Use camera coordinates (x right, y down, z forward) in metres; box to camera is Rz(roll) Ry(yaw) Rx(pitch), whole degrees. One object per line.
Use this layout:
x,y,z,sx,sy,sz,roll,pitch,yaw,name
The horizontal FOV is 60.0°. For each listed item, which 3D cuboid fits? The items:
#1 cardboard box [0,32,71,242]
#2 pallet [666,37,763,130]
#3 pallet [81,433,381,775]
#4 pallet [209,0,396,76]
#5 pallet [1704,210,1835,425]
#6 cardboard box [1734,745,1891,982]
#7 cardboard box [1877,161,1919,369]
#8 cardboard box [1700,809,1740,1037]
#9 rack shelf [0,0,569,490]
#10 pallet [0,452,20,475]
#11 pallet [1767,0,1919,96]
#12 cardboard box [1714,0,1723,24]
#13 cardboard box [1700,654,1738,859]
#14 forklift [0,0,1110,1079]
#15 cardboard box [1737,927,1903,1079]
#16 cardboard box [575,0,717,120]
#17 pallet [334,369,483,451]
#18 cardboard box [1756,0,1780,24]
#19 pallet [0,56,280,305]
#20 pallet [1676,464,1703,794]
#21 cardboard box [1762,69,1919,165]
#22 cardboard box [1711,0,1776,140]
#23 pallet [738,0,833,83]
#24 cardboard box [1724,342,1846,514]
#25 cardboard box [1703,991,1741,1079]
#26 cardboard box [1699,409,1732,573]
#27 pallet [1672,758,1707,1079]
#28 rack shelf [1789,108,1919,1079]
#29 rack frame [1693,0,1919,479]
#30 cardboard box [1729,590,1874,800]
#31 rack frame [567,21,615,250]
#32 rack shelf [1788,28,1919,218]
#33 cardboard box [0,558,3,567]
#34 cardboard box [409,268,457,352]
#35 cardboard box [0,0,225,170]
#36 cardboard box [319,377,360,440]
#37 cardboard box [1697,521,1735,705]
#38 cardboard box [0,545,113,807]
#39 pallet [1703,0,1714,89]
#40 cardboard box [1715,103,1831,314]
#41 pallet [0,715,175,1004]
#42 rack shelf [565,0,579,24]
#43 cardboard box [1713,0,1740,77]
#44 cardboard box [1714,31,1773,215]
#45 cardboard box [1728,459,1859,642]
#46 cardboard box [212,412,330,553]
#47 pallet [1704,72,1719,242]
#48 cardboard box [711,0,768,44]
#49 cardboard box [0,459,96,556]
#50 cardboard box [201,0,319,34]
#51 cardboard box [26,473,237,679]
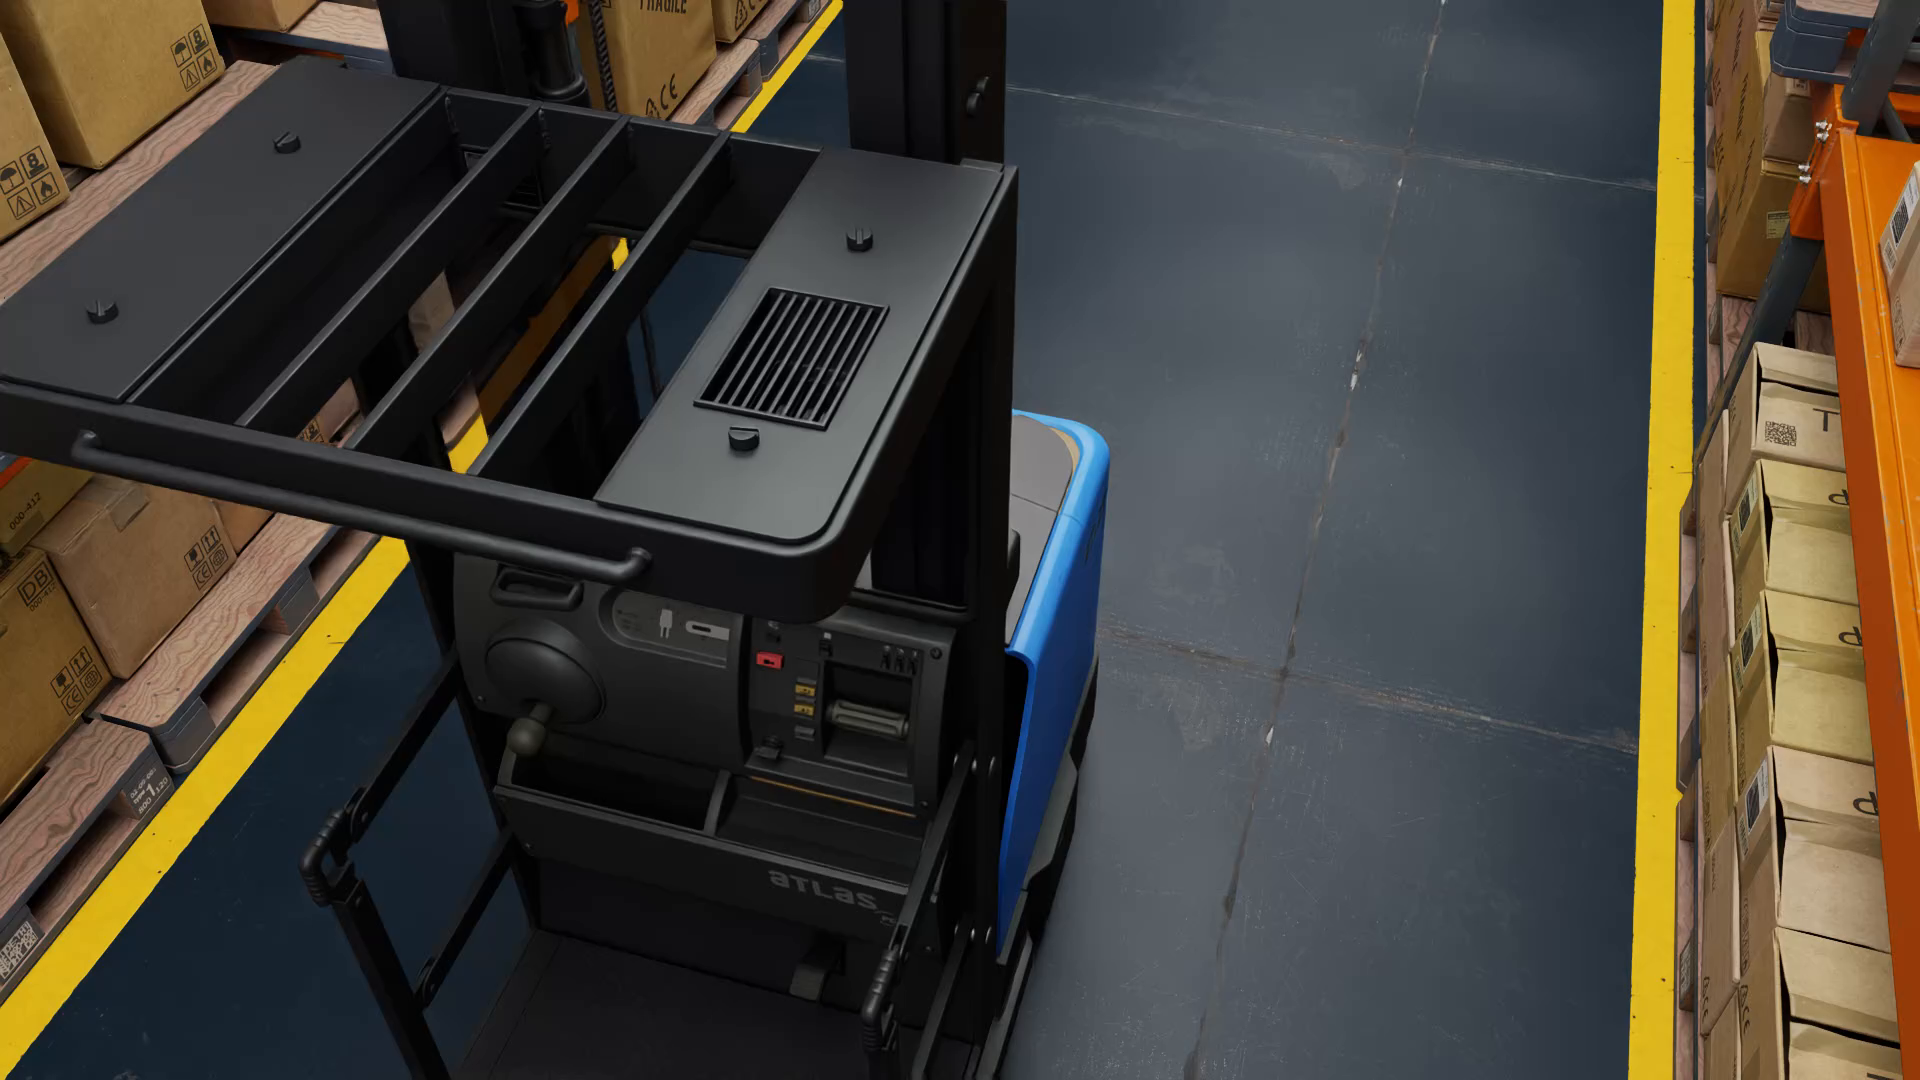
-2.501,-0.932,3.671,0.700,0.500,0.500,19,47,18,cardboard box
-1.512,-1.769,6.907,1.003,0.211,1.213,13,46,13,pallet
-2.432,0.071,5.026,1.003,0.211,1.213,13,46,13,pallet
-1.937,-1.690,4.970,1.213,0.211,1.003,13,46,13,pallet
3.162,-0.703,5.817,1.003,0.211,1.213,13,46,13,pallet
1.999,0.744,3.610,0.500,0.311,0.500,12,46,12,cardboard box
2.444,-0.623,3.805,0.500,0.311,0.500,12,46,12,cardboard box
2.003,0.935,3.816,0.500,0.250,0.500,13,46,13,cardboard box
-2.428,-0.666,4.300,1.077,0.370,4.000,13,46,13,rack shelf
-2.664,0.000,3.243,1.003,0.211,1.213,13,46,13,pallet
3.038,-1.608,4.886,1.213,0.211,1.003,13,46,13,pallet
3.581,-2.511,7.144,0.500,0.500,0.500,13,46,13,cardboard box
2.158,0.593,4.165,0.500,0.250,0.500,11,46,11,cardboard box
-0.527,0.340,2.807,1.130,2.935,3.031,12,46,12,forklift
1.843,1.078,3.269,0.500,0.311,0.500,12,46,12,cardboard box
-1.475,-2.101,6.489,0.750,0.750,0.750,12,46,12,cardboard box
-2.060,-0.739,5.854,1.003,0.211,1.213,13,46,13,pallet
3.278,-2.136,6.225,0.500,0.250,0.500,12,46,12,cardboard box
-2.383,-0.860,4.121,1.003,0.211,1.213,13,46,13,pallet
2.613,0.327,4.764,1.003,0.211,1.213,13,46,13,pallet
2.972,-1.453,5.527,0.500,0.250,0.500,14,46,14,cardboard box
3.269,-1.843,6.461,0.500,0.500,0.500,11,45,11,cardboard box
-1.141,-2.580,7.735,1.003,0.211,1.213,13,46,13,pallet
2.461,-0.291,4.667,0.500,0.311,0.500,14,46,14,cardboard box
1.847,1.273,3.470,0.500,0.250,0.500,13,46,13,cardboard box
2.461,-0.090,4.863,0.500,0.250,0.500,12,46,12,cardboard box
2.242,1.138,3.936,1.003,0.211,1.213,13,46,13,pallet
2.294,0.381,3.231,1.077,0.370,4.000,13,46,13,rack shelf
2.900,-1.210,4.342,1.000,3.000,0.127,13,46,13,rack frame
2.154,0.401,3.960,0.500,0.311,0.500,11,46,11,cardboard box
-1.822,-2.256,5.411,1.000,3.000,0.127,13,46,13,rack frame
3.505,-2.286,5.955,1.077,0.370,4.000,13,46,13,rack shelf
-2.697,0.090,3.950,0.500,0.250,0.500,12,46,12,cardboard box
-1.991,-1.029,5.630,0.700,0.500,0.500,13,46,13,cardboard box
-2.311,-1.299,4.047,0.700,0.500,0.500,13,46,13,cardboard box
-2.258,-0.711,5.304,0.700,0.500,0.500,12,46,12,cardboard box
2.310,0.245,4.521,0.500,0.250,0.500,11,46,11,cardboard box
-2.718,0.297,4.275,0.700,0.500,0.500,12,46,12,cardboard box
3.901,-2.329,7.479,1.003,0.211,1.213,13,46,13,pallet
2.959,-1.147,5.750,0.500,0.500,0.500,14,46,14,cardboard box
-2.799,0.887,4.192,1.003,0.211,1.213,13,46,13,pallet
-1.217,-3.332,7.025,1.077,0.370,4.000,13,46,13,rack shelf
3.423,-2.180,6.805,0.500,0.500,0.500,13,46,13,cardboard box
3.116,-1.492,6.102,0.500,0.500,0.500,11,45,11,cardboard box
2.310,0.061,4.307,0.500,0.311,0.500,11,46,12,cardboard box
-2.381,-0.373,4.960,0.700,0.500,0.500,12,46,12,cardboard box
3.533,-1.513,6.646,1.003,0.211,1.213,13,46,13,pallet
-1.203,-2.683,7.084,0.750,0.750,0.750,12,46,12,cardboard box
-2.543,-0.258,4.306,0.500,0.250,0.500,11,46,11,cardboard box
-2.099,-1.756,4.513,0.700,0.500,0.500,9,45,9,cardboard box
-2.525,-0.035,4.614,0.700,0.500,0.500,13,46,13,cardboard box
